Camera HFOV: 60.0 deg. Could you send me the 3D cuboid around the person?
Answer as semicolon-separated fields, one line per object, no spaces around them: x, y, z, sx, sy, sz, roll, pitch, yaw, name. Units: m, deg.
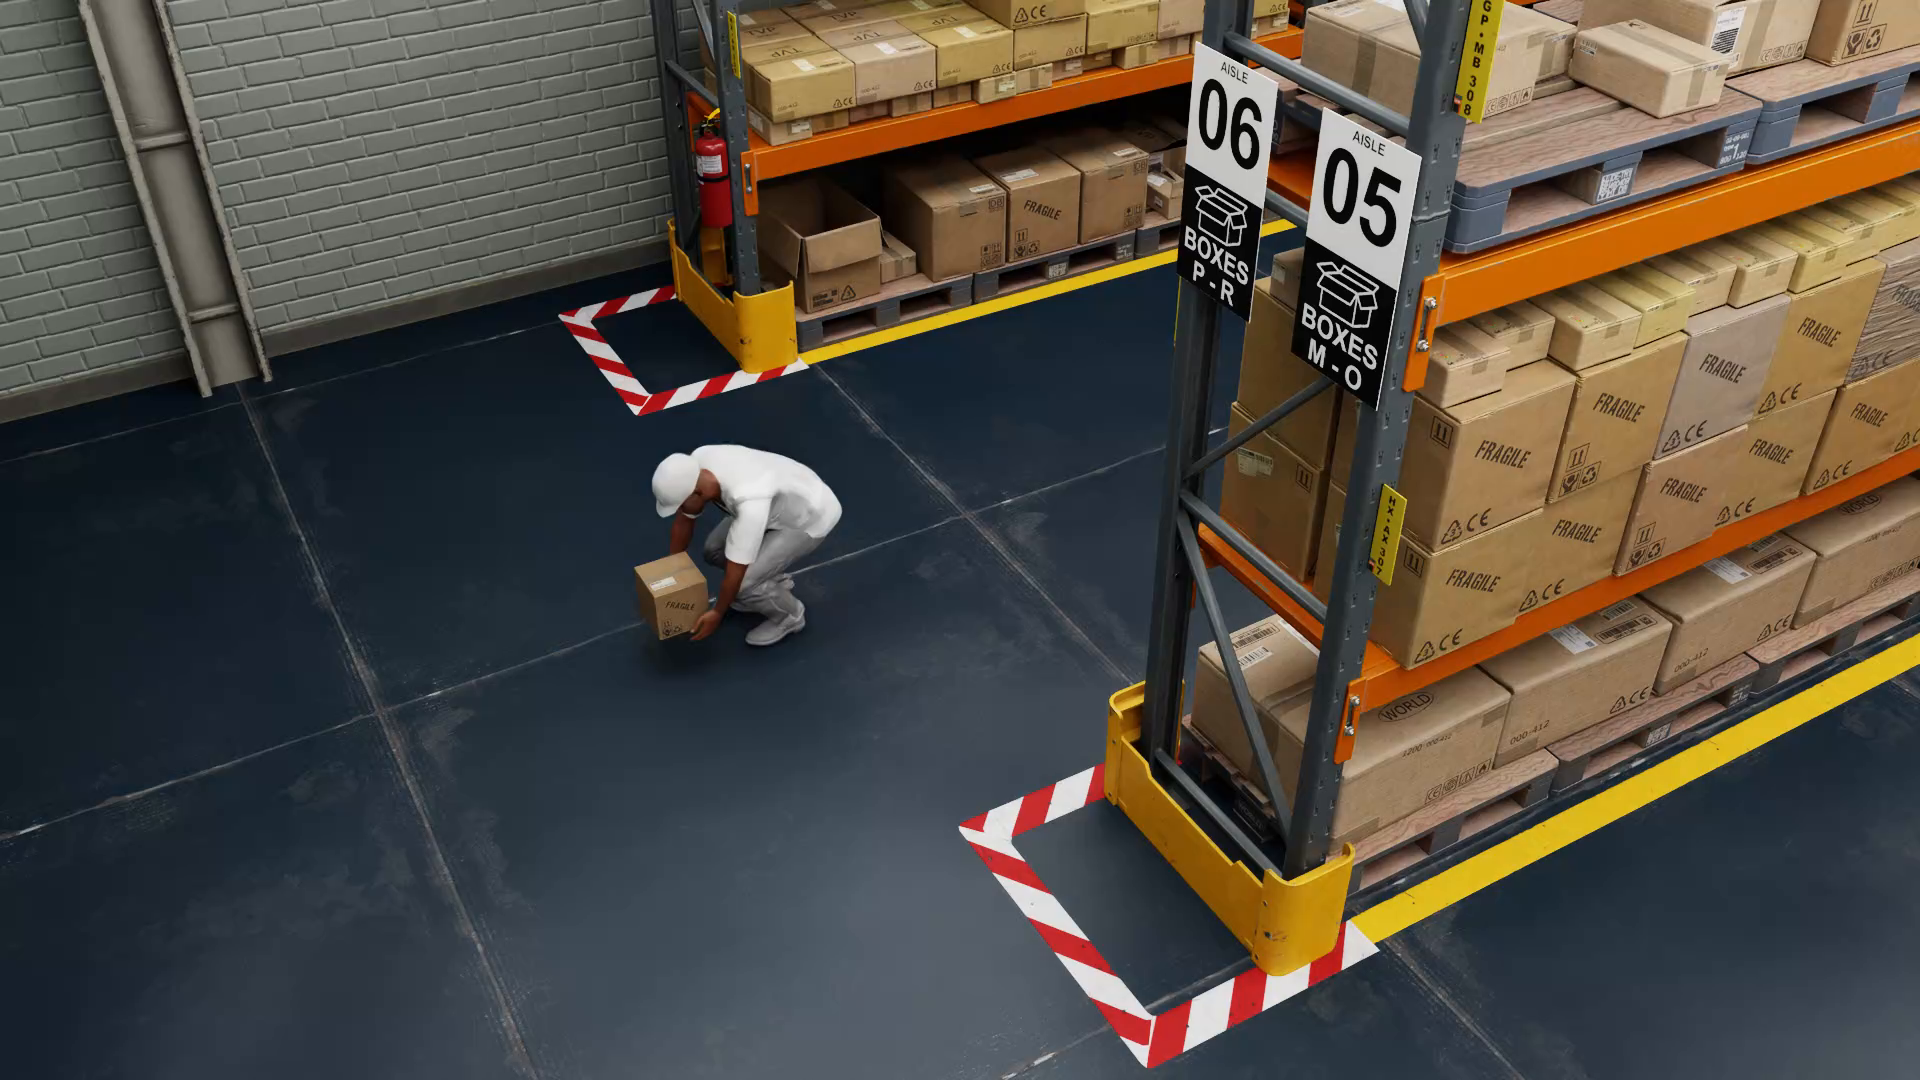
-0.946;-0.017;7.502;0.867;1.091;0.599;-19;41;-24;person
